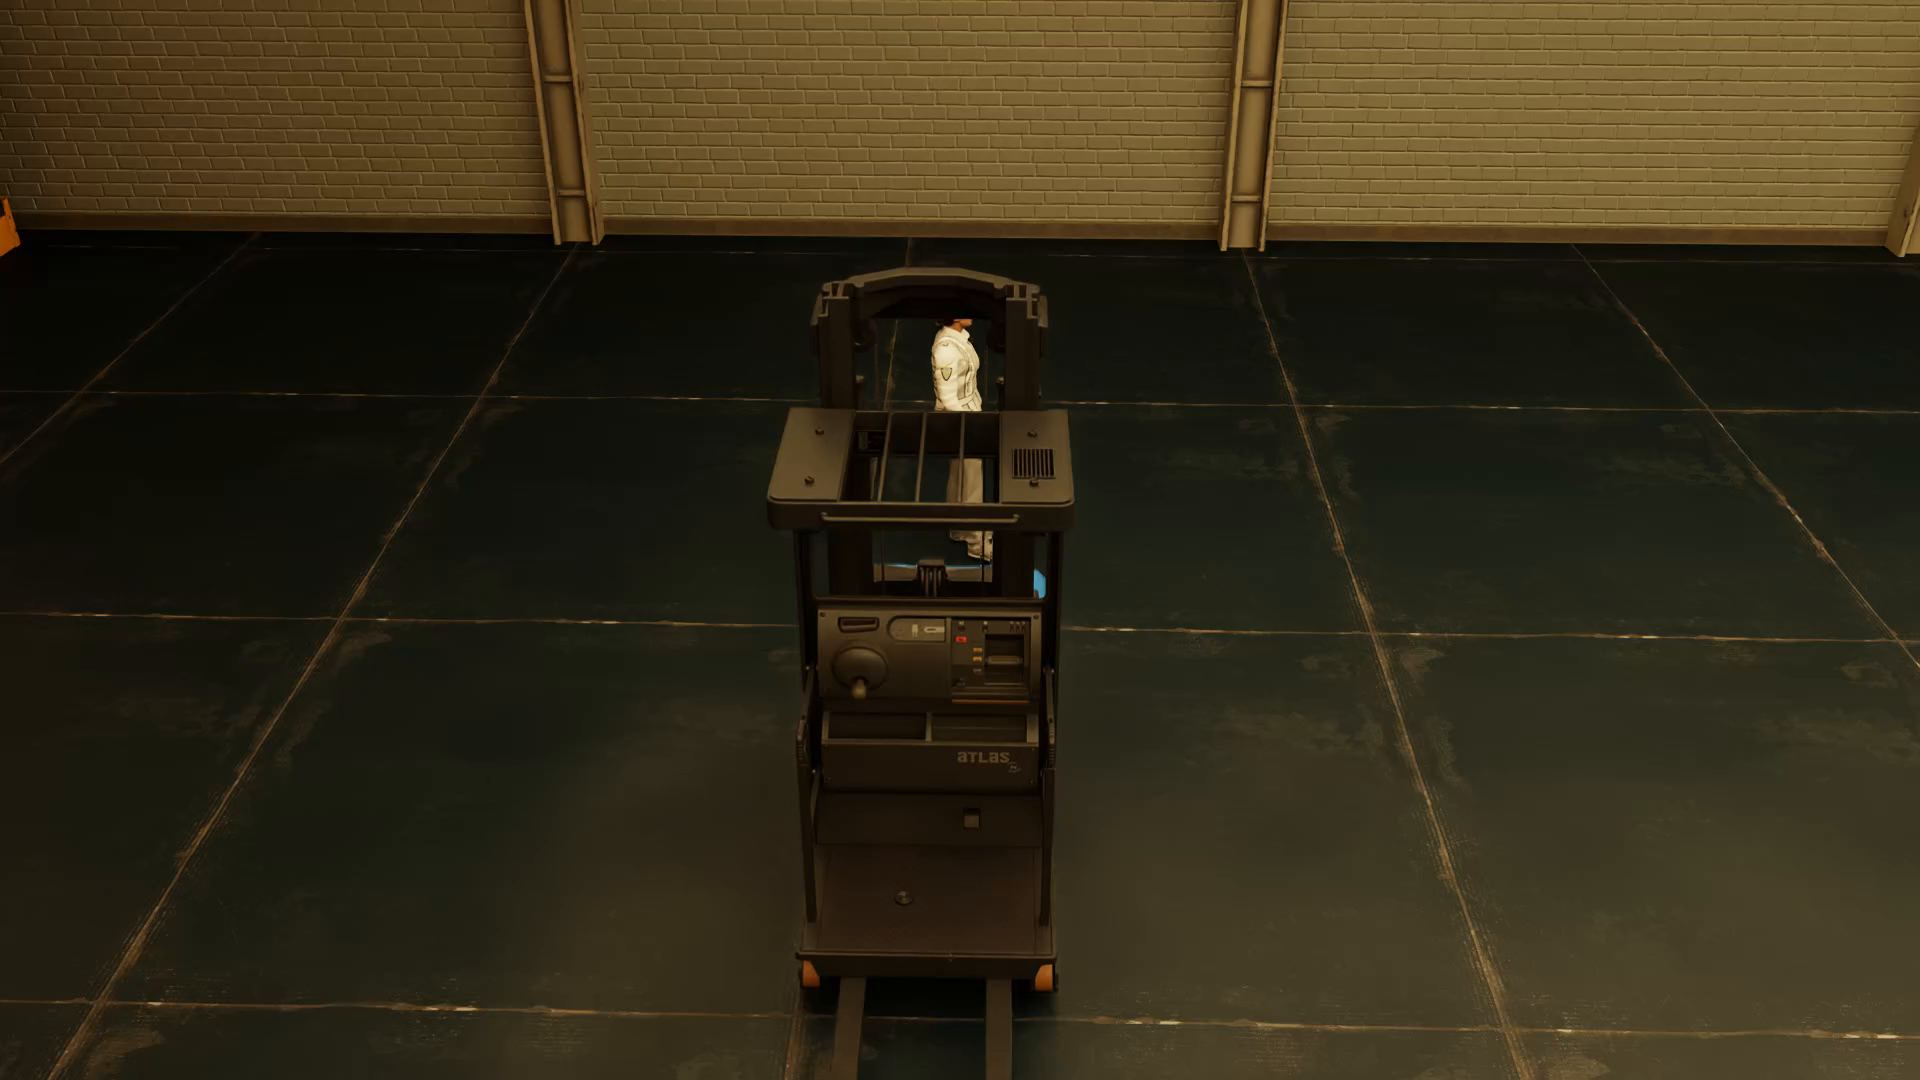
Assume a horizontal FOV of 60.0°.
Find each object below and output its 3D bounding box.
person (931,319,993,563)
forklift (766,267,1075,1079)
[{"bbox_3d":[0.069,-0.732,10.058,0.530,1.694,0.587,1,31,1],"label":"person"},{"bbox_3d":[-0.130,0.524,6.725,1.130,2.935,3.031,1,31,1],"label":"forklift"}]
